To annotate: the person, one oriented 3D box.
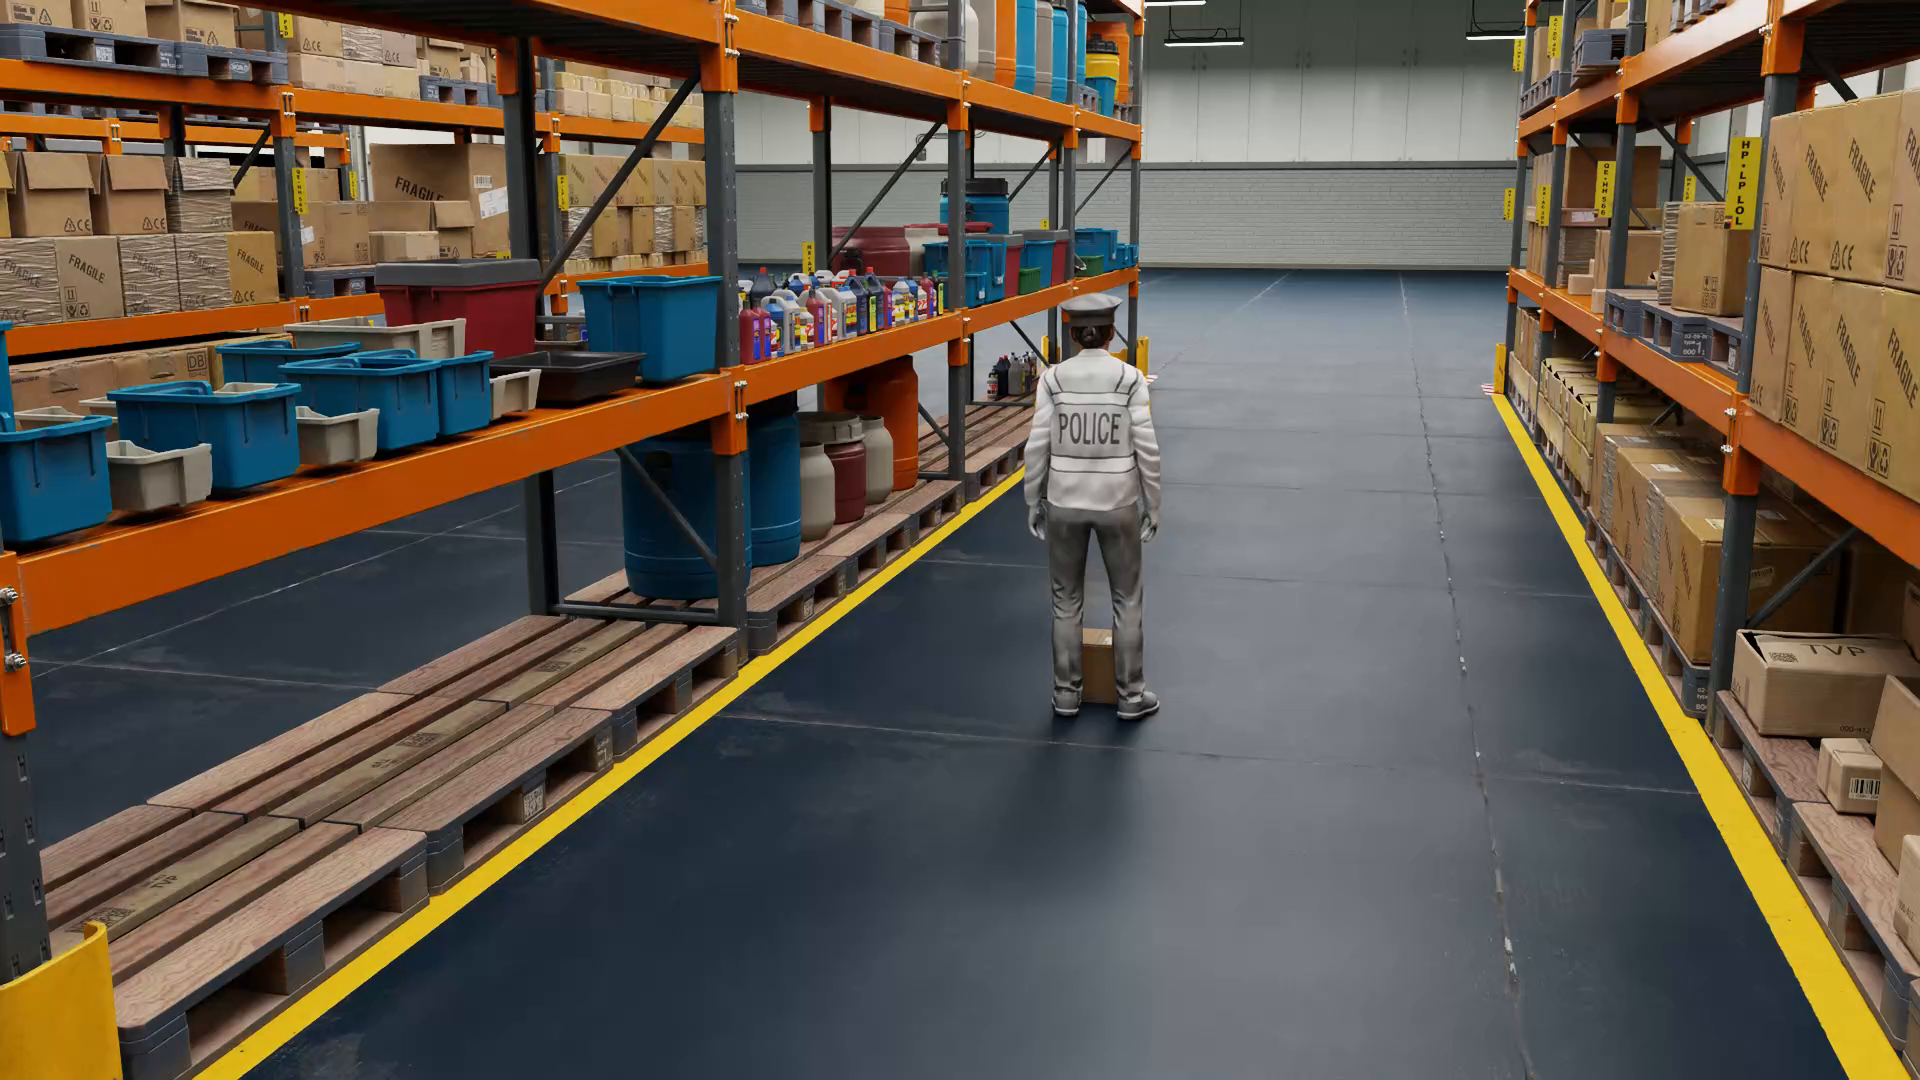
[{"bbox_3d":[0.522,-0.124,6.538,0.547,1.667,0.369,2,12,11],"label":"person"}]
